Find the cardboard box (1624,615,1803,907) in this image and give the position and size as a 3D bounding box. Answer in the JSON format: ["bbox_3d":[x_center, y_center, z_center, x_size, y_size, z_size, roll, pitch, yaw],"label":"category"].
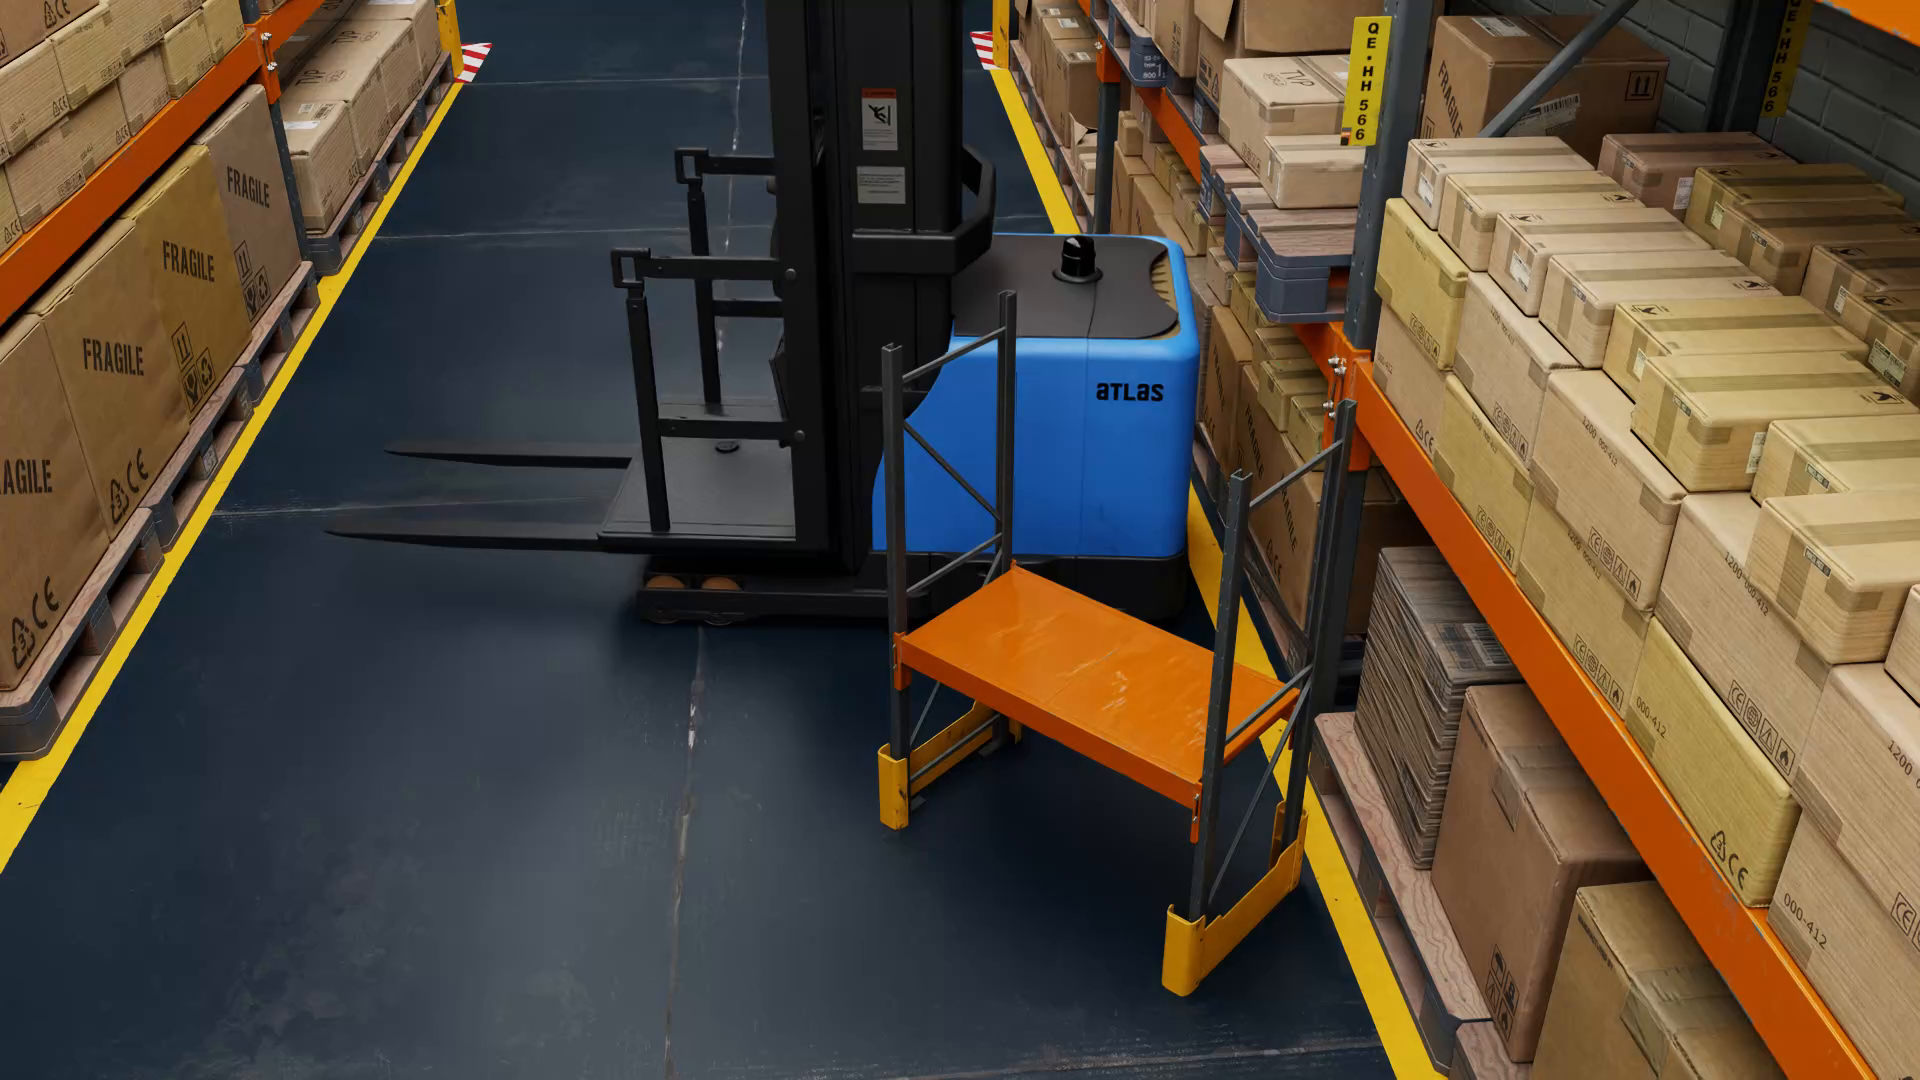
[{"bbox_3d":[1.512,0.360,2.868,0.500,0.250,0.500,-2,31,-3],"label":"cardboard box"}]

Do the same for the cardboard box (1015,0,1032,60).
[{"bbox_3d":[0.785,-3.603,11.382,0.797,0.503,0.637,-4,31,-7],"label":"cardboard box"}]

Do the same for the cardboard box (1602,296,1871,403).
[{"bbox_3d":[1.472,-0.346,3.174,0.380,0.149,0.250,-2,31,-4],"label":"cardboard box"}]

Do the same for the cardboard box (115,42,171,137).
[{"bbox_3d":[-3.378,-1.730,6.367,0.500,0.250,0.500,-4,31,-6],"label":"cardboard box"}]

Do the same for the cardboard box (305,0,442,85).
[{"bbox_3d":[-3.958,-3.320,10.972,0.875,0.438,0.875,-4,31,-6],"label":"cardboard box"}]

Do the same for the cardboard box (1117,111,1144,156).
[{"bbox_3d":[0.965,-1.959,8.000,0.380,0.149,0.250,-1,31,-2],"label":"cardboard box"}]

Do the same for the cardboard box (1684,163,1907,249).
[{"bbox_3d":[1.937,-0.764,3.874,0.380,0.149,0.250,-2,31,-3],"label":"cardboard box"}]

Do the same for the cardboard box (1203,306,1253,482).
[{"bbox_3d":[1.228,-0.563,6.296,0.500,0.500,0.500,-1,31,-2],"label":"cardboard box"}]

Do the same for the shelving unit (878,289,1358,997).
[{"bbox_3d":[0.358,0.242,4.382,1.083,1.500,0.587,24,38,34],"label":"shelving unit"}]

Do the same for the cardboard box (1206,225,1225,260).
[{"bbox_3d":[1.203,-1.159,6.661,0.380,0.149,0.250,-3,31,-4],"label":"cardboard box"}]

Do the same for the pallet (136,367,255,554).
[{"bbox_3d":[-3.481,-0.318,6.576,1.003,0.211,1.213,-3,31,-5],"label":"pallet"}]

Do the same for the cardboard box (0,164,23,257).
[{"bbox_3d":[-3.233,-0.946,5.055,0.500,0.250,0.500,-4,31,-6],"label":"cardboard box"}]

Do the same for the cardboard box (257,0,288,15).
[{"bbox_3d":[-3.529,-2.825,7.956,0.500,0.500,0.500,-2,31,-3],"label":"cardboard box"}]

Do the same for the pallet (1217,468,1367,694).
[{"bbox_3d":[1.538,0.087,5.899,1.003,0.211,1.213,-3,31,-5],"label":"pallet"}]

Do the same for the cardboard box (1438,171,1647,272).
[{"bbox_3d":[1.332,-0.736,3.826,0.380,0.149,0.250,-2,31,-4],"label":"cardboard box"}]

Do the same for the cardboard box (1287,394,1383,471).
[{"bbox_3d":[1.271,-0.353,5.311,0.380,0.149,0.250,-4,31,-7],"label":"cardboard box"}]

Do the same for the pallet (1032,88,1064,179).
[{"bbox_3d":[1.016,-2.547,10.309,1.003,0.211,1.213,-3,31,-5],"label":"pallet"}]

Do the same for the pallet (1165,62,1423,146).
[{"bbox_3d":[1.383,-1.637,6.253,1.003,0.211,1.213,-3,31,-5],"label":"pallet"}]

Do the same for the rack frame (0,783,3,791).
[{"bbox_3d":[-3.372,-0.487,4.141,1.000,3.000,0.127,-3,31,-5],"label":"rack frame"}]

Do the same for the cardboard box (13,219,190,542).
[{"bbox_3d":[-3.433,-0.568,5.938,0.875,0.875,0.875,-2,31,-4],"label":"cardboard box"}]

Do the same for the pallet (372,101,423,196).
[{"bbox_3d":[-3.856,-2.349,9.977,1.003,0.211,1.213,-3,31,-5],"label":"pallet"}]

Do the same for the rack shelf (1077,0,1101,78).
[{"bbox_3d":[1.009,-3.482,9.855,1.077,0.370,4.000,-3,31,-5],"label":"rack shelf"}]

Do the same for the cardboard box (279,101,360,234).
[{"bbox_3d":[-3.697,-1.936,8.655,0.875,0.438,0.875,-3,31,-5],"label":"cardboard box"}]

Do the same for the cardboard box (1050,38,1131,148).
[{"bbox_3d":[0.923,-2.634,9.762,0.700,0.500,0.500,-4,31,-6],"label":"cardboard box"}]

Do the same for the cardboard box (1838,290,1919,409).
[{"bbox_3d":[1.940,-0.370,3.214,0.380,0.149,0.250,-3,31,-5],"label":"cardboard box"}]

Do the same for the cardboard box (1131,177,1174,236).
[{"bbox_3d":[1.077,-1.347,7.609,0.500,0.500,0.500,-3,31,-5],"label":"cardboard box"}]

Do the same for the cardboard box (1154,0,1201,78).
[{"bbox_3d":[1.140,-2.070,6.283,0.700,0.500,0.500,-3,31,-5],"label":"cardboard box"}]

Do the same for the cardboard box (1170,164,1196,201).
[{"bbox_3d":[1.142,-1.552,7.318,0.380,0.149,0.250,-3,31,-5],"label":"cardboard box"}]

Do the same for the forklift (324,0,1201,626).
[{"bbox_3d":[-0.719,-1.230,5.452,3.031,2.935,1.130,1,31,3],"label":"forklift"}]

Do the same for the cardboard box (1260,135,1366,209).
[{"bbox_3d":[1.126,-1.117,5.030,0.380,0.149,0.250,-2,31,-4],"label":"cardboard box"}]

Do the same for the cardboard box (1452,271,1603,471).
[{"bbox_3d":[1.414,-0.384,3.626,0.500,0.250,0.500,-2,31,-3],"label":"cardboard box"}]

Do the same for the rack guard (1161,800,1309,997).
[{"bbox_3d":[0.736,0.945,4.425,0.087,0.250,0.587,24,38,34],"label":"rack guard"}]

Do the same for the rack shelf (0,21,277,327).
[{"bbox_3d":[-3.559,-1.200,6.035,1.077,0.370,4.000,-3,31,-5],"label":"rack shelf"}]

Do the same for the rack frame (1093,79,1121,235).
[{"bbox_3d":[1.196,-2.769,7.961,1.000,3.000,0.127,-3,31,-5],"label":"rack frame"}]

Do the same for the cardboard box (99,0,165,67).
[{"bbox_3d":[-3.354,-1.947,6.244,0.500,0.250,0.500,-2,31,-3],"label":"cardboard box"}]

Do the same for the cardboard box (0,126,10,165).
[{"bbox_3d":[-3.221,-1.172,4.946,0.500,0.250,0.500,-2,31,-3],"label":"cardboard box"}]

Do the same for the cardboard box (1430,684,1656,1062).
[{"bbox_3d":[1.683,0.764,3.951,0.875,0.625,0.625,-2,31,-3],"label":"cardboard box"}]

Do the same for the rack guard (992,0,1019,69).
[{"bbox_3d":[0.829,-3.700,11.956,1.175,0.500,0.348,-3,31,-5],"label":"rack guard"}]

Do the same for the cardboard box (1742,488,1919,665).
[{"bbox_3d":[1.440,0.047,2.516,0.380,0.149,0.250,-4,31,-6],"label":"cardboard box"}]

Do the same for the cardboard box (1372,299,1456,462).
[{"bbox_3d":[1.368,-0.425,4.182,0.500,0.250,0.500,-3,31,-4],"label":"cardboard box"}]

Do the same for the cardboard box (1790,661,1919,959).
[{"bbox_3d":[1.546,0.403,2.309,0.500,0.250,0.500,-2,31,-4],"label":"cardboard box"}]

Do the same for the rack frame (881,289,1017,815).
[{"bbox_3d":[-0.022,0.076,4.660,0.032,1.500,0.500,24,38,34],"label":"rack frame"}]

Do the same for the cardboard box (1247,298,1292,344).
[{"bbox_3d":[1.255,-0.764,6.000,0.380,0.149,0.250,-2,31,-3],"label":"cardboard box"}]
